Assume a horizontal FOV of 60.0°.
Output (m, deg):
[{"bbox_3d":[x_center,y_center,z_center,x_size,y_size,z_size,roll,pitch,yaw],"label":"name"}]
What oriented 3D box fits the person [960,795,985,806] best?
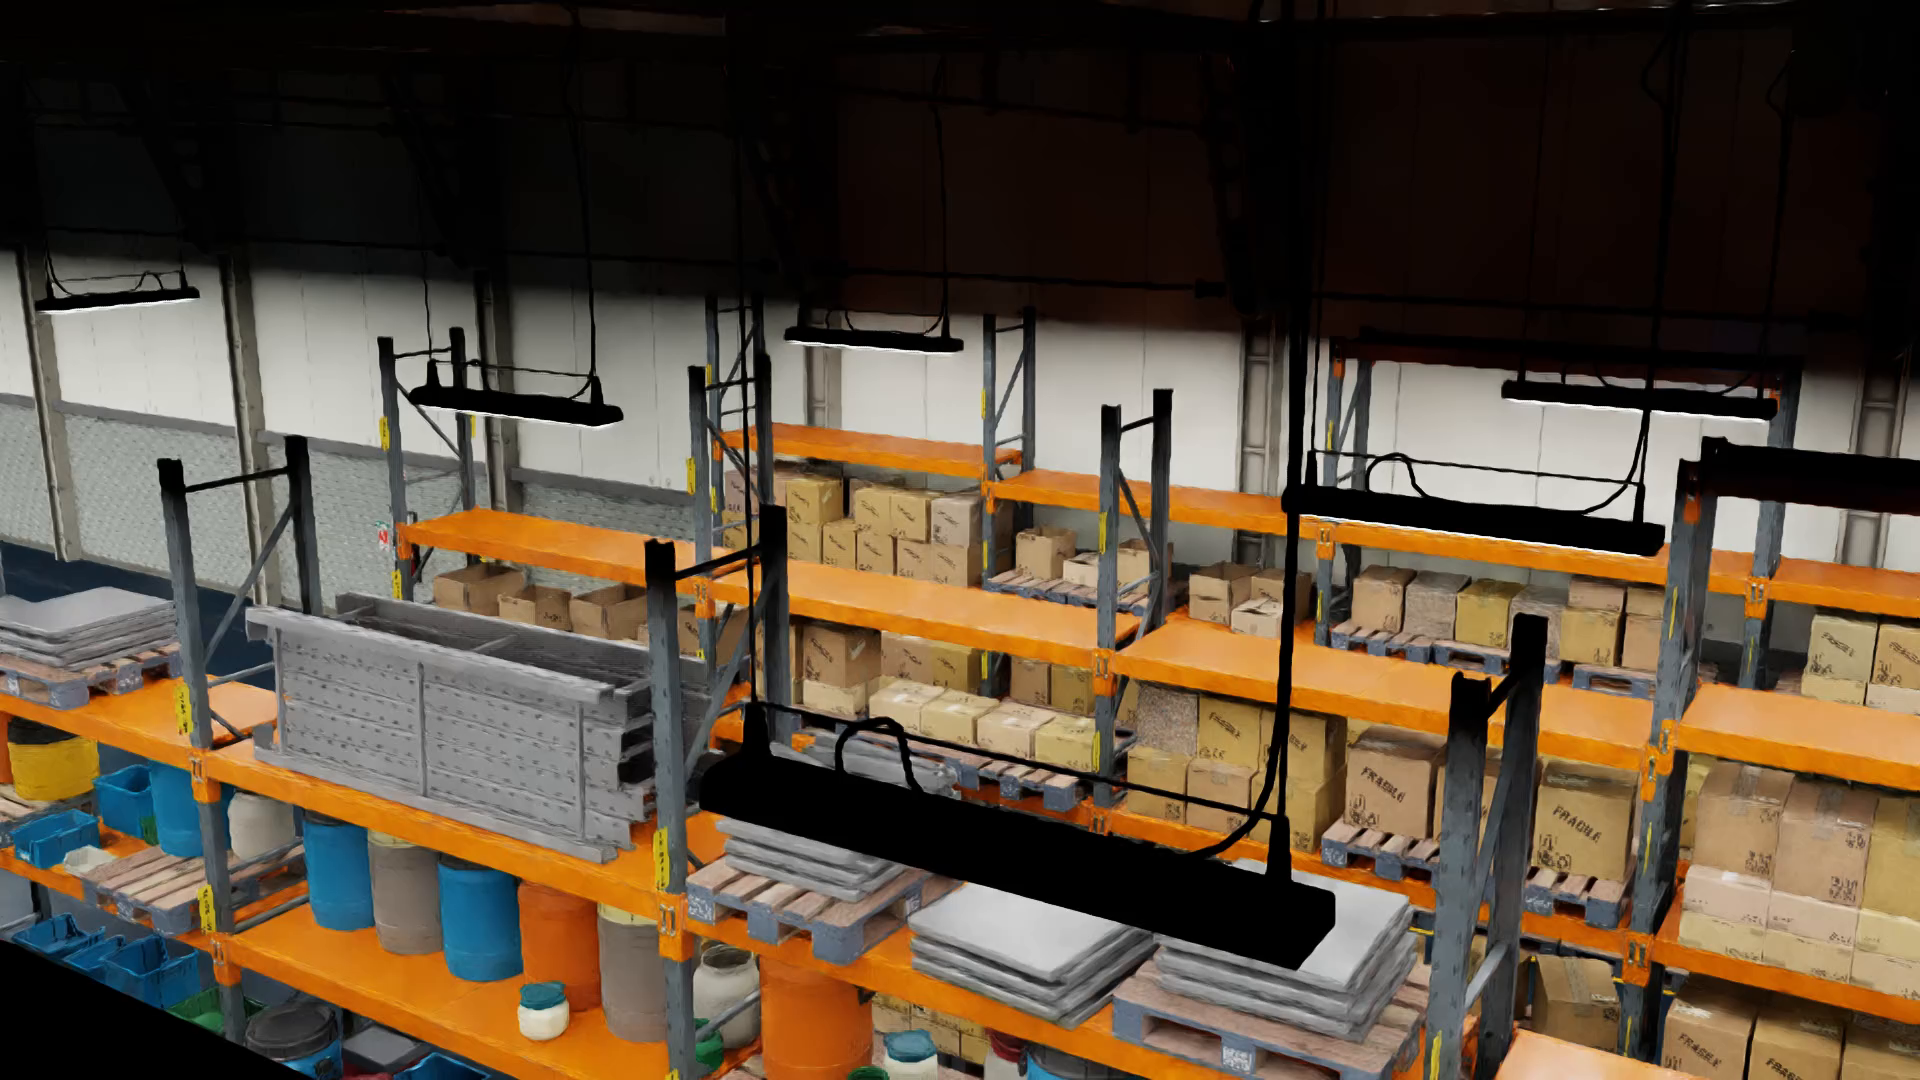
[{"bbox_3d":[0.052,2.791,18.593,0.827,1.606,0.621,4,14,14],"label":"person"}]
